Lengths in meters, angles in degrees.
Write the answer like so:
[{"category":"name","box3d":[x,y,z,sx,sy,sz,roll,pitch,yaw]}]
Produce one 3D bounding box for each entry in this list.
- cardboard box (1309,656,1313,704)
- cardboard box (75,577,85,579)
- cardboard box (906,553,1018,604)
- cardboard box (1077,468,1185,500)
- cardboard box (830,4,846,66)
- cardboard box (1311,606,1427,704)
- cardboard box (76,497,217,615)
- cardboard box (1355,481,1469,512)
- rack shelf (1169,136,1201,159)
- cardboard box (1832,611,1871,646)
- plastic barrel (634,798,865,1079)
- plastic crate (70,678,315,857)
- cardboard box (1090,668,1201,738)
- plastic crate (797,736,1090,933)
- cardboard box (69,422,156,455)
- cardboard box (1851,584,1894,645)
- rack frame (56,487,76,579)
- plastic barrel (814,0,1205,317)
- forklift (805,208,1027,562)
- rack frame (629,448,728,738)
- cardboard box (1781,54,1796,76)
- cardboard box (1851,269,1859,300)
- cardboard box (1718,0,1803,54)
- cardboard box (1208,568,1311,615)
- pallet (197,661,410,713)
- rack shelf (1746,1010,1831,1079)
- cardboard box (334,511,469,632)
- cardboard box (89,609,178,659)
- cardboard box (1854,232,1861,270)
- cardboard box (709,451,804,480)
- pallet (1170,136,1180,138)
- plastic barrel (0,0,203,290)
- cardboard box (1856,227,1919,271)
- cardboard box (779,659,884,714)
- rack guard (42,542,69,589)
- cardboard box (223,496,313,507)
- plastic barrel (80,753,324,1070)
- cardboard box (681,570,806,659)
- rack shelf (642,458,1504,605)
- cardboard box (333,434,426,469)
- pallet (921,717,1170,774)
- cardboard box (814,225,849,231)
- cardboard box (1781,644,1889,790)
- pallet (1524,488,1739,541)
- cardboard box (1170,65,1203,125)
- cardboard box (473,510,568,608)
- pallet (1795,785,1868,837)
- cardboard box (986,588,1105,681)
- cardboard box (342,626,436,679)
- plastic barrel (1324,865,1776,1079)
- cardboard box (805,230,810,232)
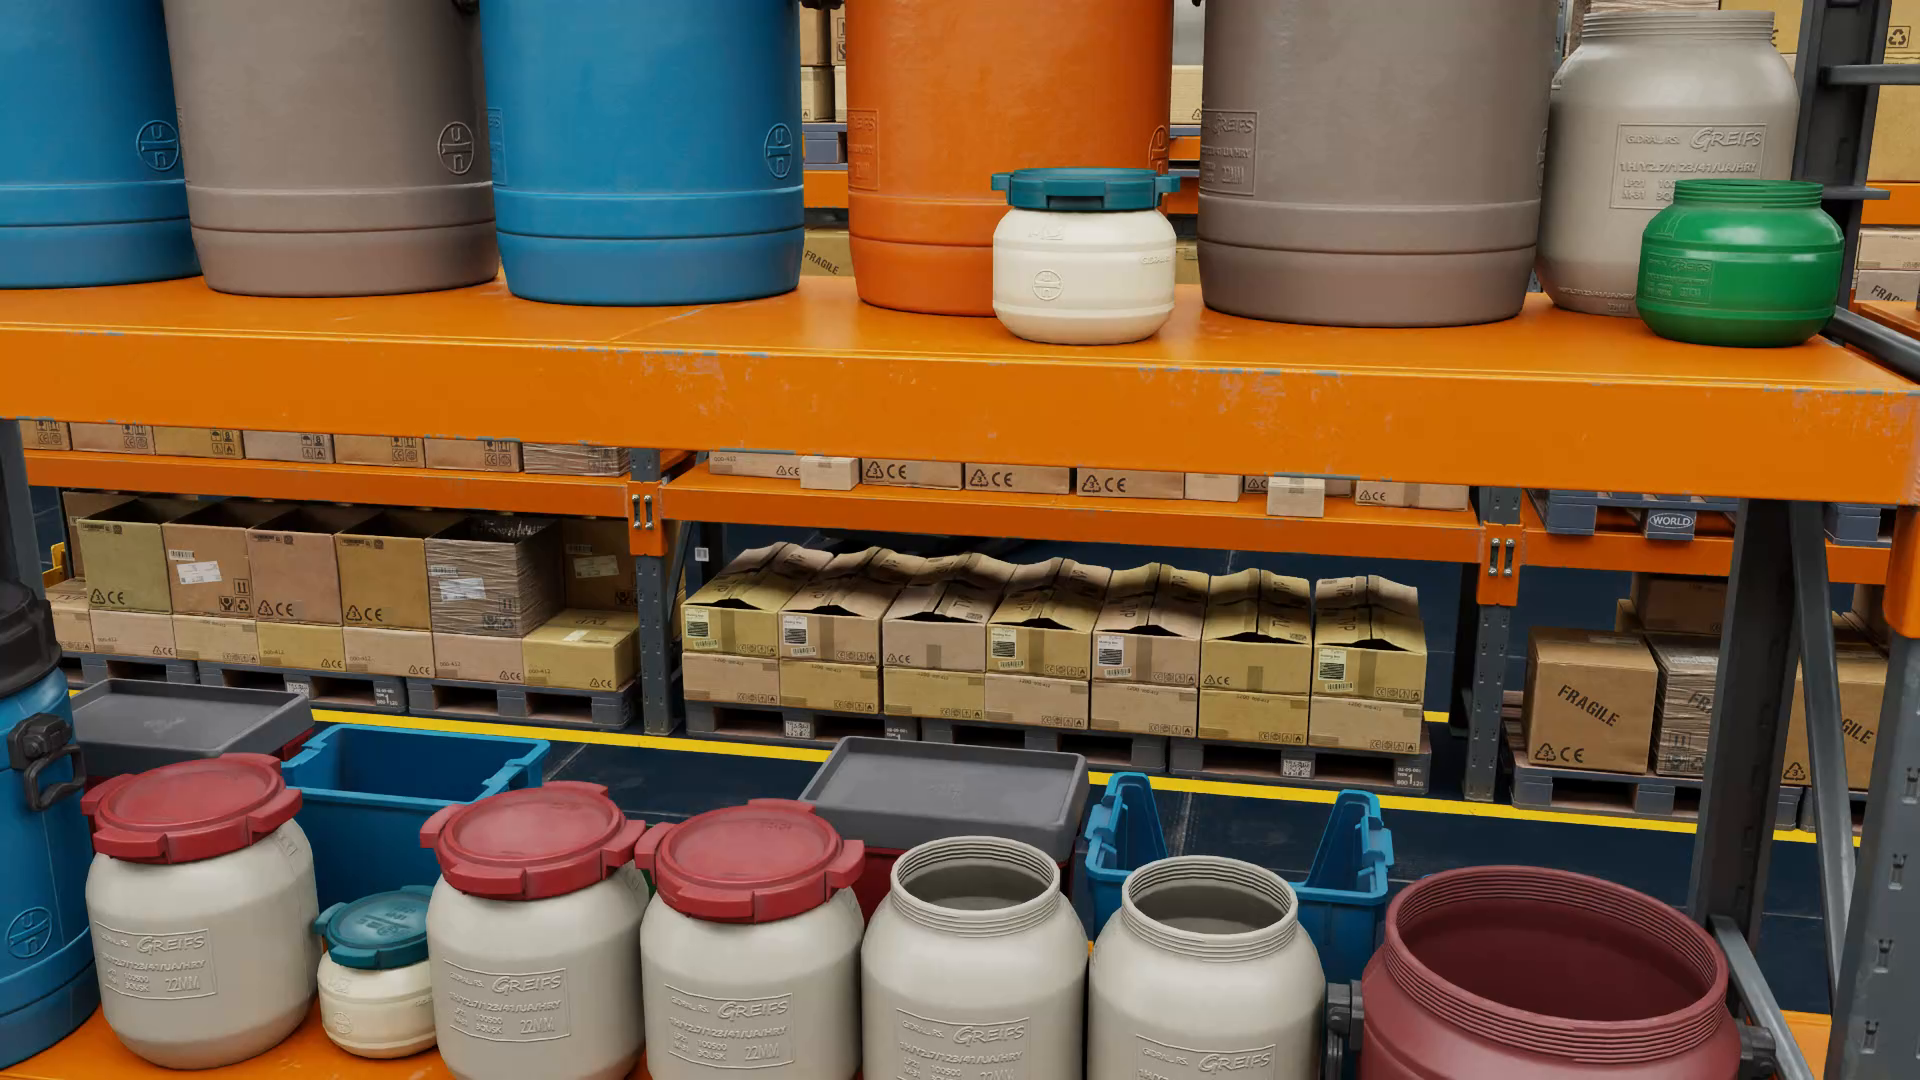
[{"category":"cardboard box","box3d":[1.535,0.622,8.490,0.500,0.250,0.500,3,16,10]},{"category":"cardboard box","box3d":[-4.773,0.279,9.729,0.500,0.250,0.500,3,16,11]},{"category":"cardboard box","box3d":[0.016,0.270,8.711,0.500,0.311,0.500,3,16,11]},{"category":"cardboard box","box3d":[0.835,-0.502,7.999,0.500,0.500,0.500,2,16,8]},{"category":"cardboard box","box3d":[-0.278,-2.452,7.694,0.500,0.500,0.500,5,16,16]},{"category":"cardboard box","box3d":[1.920,0.520,7.810,0.500,0.311,0.500,4,16,13]},{"category":"cardboard box","box3d":[-4.386,0.079,9.046,0.500,0.500,0.500,3,16,11]},{"category":"cardboard box","box3d":[2.135,-0.357,7.829,0.500,0.311,0.500,4,16,15]},{"category":"rack shelf","box3d":[1.506,-2.871,12.464,4.000,0.370,1.077,3,16,11]},{"category":"cardboard box","box3d":[3.953,0.639,7.923,0.500,0.500,0.500,3,16,9]},{"category":"plastic barrel","box3d":[-0.391,0.818,3.164,0.433,0.535,0.433,0,15,0]},{"category":"plastic crate","box3d":[-1.893,0.628,3.984,0.583,0.464,0.402,3,16,11]},{"category":"cardboard box","box3d":[0.920,0.735,8.083,0.500,0.250,0.500,3,16,12]},{"category":"plastic crate","box3d":[-0.031,0.730,3.619,0.583,0.464,0.402,3,16,11]},{"category":"cardboard box","box3d":[-4.387,-0.788,9.031,0.500,0.500,0.700,4,16,13]},{"category":"cardboard box","box3d":[4.505,0.306,7.723,0.500,0.250,0.500,3,16,10]},{"category":"rack frame","box3d":[-5.357,-0.795,9.242,0.127,3.000,1.000,3,16,11]},{"category":"plastic barrel","box3d":[0.089,-0.861,3.059,0.708,0.830,0.600,3,16,11]},{"category":"forklift","box3d":[-0.315,-1.268,11.078,1.130,2.935,3.031,9,18,29]},{"category":"rack frame","box3d":[-1.437,-0.582,8.474,0.127,3.000,1.000,3,16,11]},{"category":"cardboard box","box3d":[3.416,-1.821,7.142,0.500,0.500,0.910,3,16,11]},{"category":"cardboard box","box3d":[5.891,-1.666,11.605,0.500,0.500,0.500,3,16,11]},{"category":"cardboard box","box3d":[3.408,-2.293,6.971,0.500,0.500,0.500,3,16,11]},{"category":"cardboard box","box3d":[1.511,0.353,8.413,0.500,0.311,0.500,3,16,10]},{"category":"pallet","box3d":[-3.407,0.644,9.271,1.213,0.211,1.003,3,16,11]},{"category":"rack shelf","box3d":[3.452,1.379,2.741,4.000,0.370,1.077,3,16,11]},{"category":"cardboard box","box3d":[-2.914,0.157,8.767,0.500,0.500,0.500,3,16,11]},{"category":"cardboard box","box3d":[-4.385,0.440,9.147,0.500,0.250,0.500,3,16,11]},{"category":"cardboard box","box3d":[5.878,-2.030,11.514,0.500,0.250,0.500,3,16,12]},{"category":"cardboard box","box3d":[-0.946,-0.495,8.441,0.500,0.250,0.500,4,16,15]},{"category":"pallet","box3d":[1.147,-3.118,12.362,1.003,0.211,1.213,3,16,11]},{"category":"plastic barrel","box3d":[-1.887,-1.003,3.437,0.708,0.901,0.600,3,16,11]},{"category":"cardboard box","box3d":[6.378,-2.003,11.416,0.500,0.250,0.500,3,16,12]},{"category":"cardboard box","box3d":[-0.591,0.655,8.374,0.500,0.250,0.500,4,16,12]},{"category":"rack guard","box3d":[-5.381,0.409,9.580,0.348,0.500,1.175,3,16,11]},{"category":"cardboard box","box3d":[-3.789,-0.033,9.453,0.500,0.500,0.500,3,16,11]},{"category":"plastic barrel","box3d":[-1.534,0.756,3.388,0.433,0.535,0.433,0,15,0]},{"category":"cardboard box","box3d":[-1.082,0.358,8.395,0.500,0.311,0.500,3,16,11]},{"category":"rack shelf","box3d":[0.523,-0.129,8.186,4.000,0.370,1.077,3,16,11]},{"category":"cardboard box","box3d":[-2.882,-0.706,8.735,0.500,0.500,0.700,3,16,12]},{"category":"pallet","box3d":[0.492,0.855,8.509,1.213,0.211,1.003,3,16,11]},{"category":"cardboard box","box3d":[-0.873,-2.256,13.358,0.500,0.500,0.500,3,16,10]},{"category":"cardboard box","box3d":[3.876,0.777,7.427,0.500,0.500,0.500,3,16,10]},{"category":"pallet","box3d":[3.161,-0.259,7.668,1.003,0.211,1.213,3,16,11]},{"category":"cardboard box","box3d":[0.951,-2.011,7.507,0.500,0.250,0.500,3,16,10]},{"category":"cardboard box","box3d":[-2.321,0.048,9.158,0.500,0.500,0.500,3,16,11]},{"category":"pallet","box3d":[4.398,1.090,7.663,1.213,0.211,1.003,3,16,11]},{"category":"cardboard box","box3d":[0.425,0.439,8.101,0.500,0.311,0.500,4,16,13]},{"category":"cardboard box","box3d":[-2.916,0.521,8.855,0.500,0.250,0.500,3,16,11]},{"category":"plastic barrel","box3d":[0.977,0.915,2.813,0.708,0.536,0.600,3,16,11]},{"category":"cardboard box","box3d":[-1.469,-2.146,12.959,0.500,0.500,0.500,3,16,11]}]
